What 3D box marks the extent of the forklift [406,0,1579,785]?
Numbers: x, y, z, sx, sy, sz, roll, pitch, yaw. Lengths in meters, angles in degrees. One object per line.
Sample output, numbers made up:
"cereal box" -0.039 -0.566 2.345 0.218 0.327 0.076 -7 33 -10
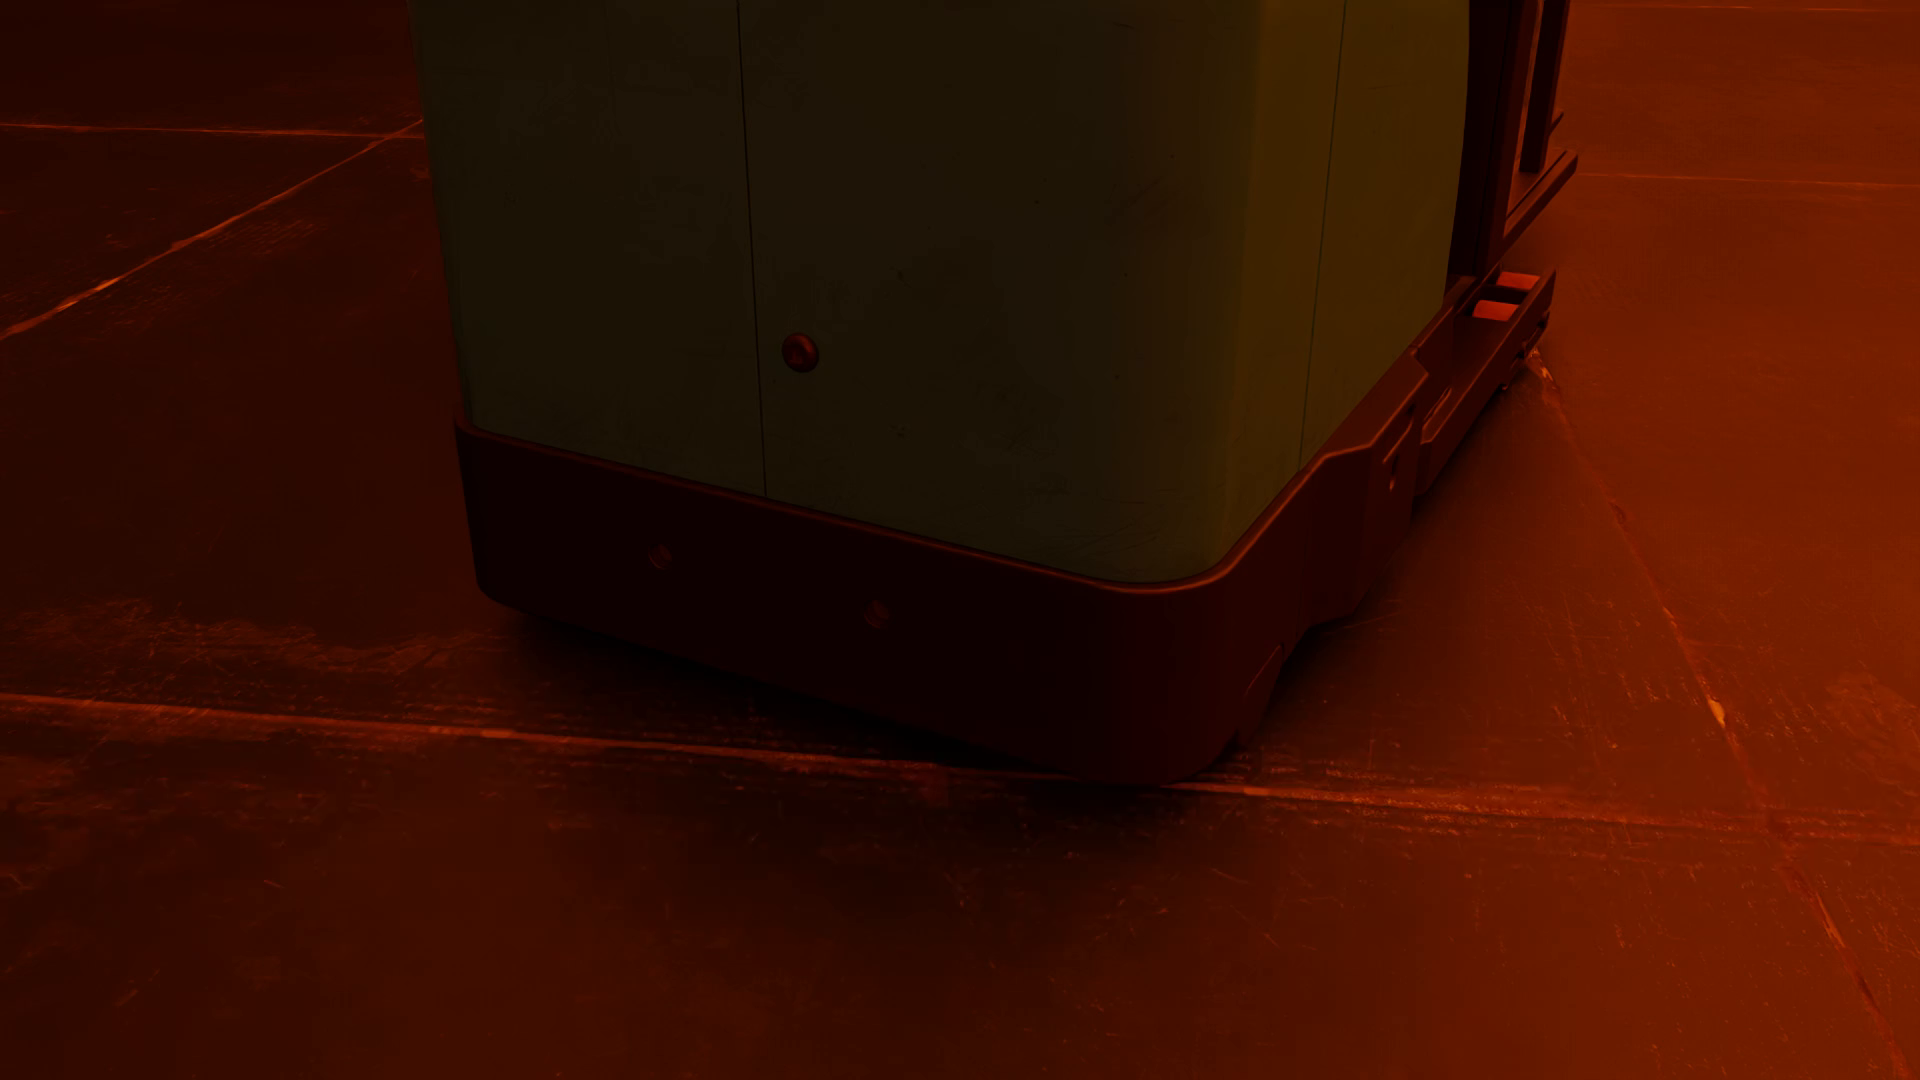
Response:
"forklift" 0.491 -1.669 2.563 1.130 2.935 3.031 13 30 25
